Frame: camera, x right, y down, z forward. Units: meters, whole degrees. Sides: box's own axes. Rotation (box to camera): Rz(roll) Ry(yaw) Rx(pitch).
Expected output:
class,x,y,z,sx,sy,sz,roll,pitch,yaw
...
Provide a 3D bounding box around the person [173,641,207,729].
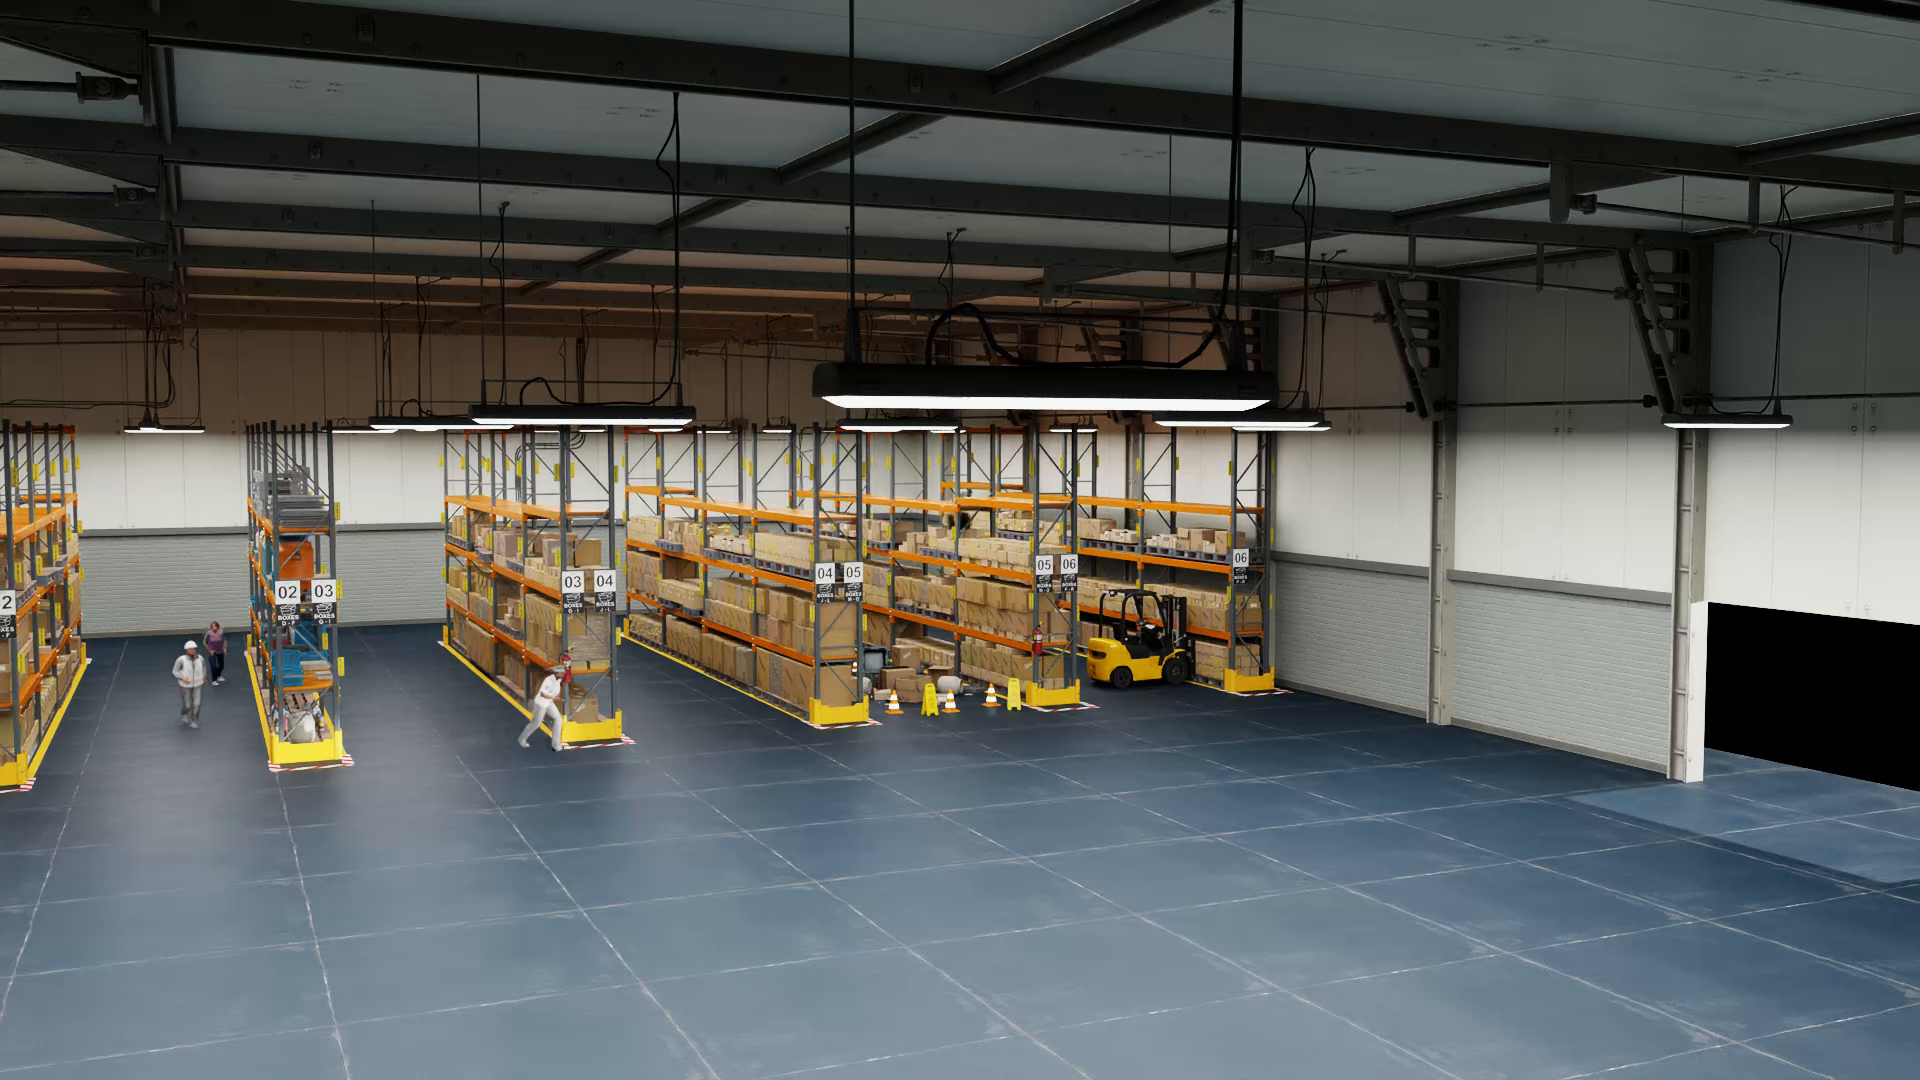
class,x,y,z,sx,sy,sz,roll,pitch,yaw
person,-15.126,2.831,32.660,0.654,1.725,0.756,-3,4,-37

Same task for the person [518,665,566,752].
class,x,y,z,sx,sy,sz,roll,pitch,yaw
person,-7.612,3.070,30.304,0.978,1.621,0.618,1,4,15

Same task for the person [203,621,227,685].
class,x,y,z,sx,sy,sz,roll,pitch,yaw
person,-17.122,2.587,38.191,0.515,1.502,0.733,-3,4,-36
